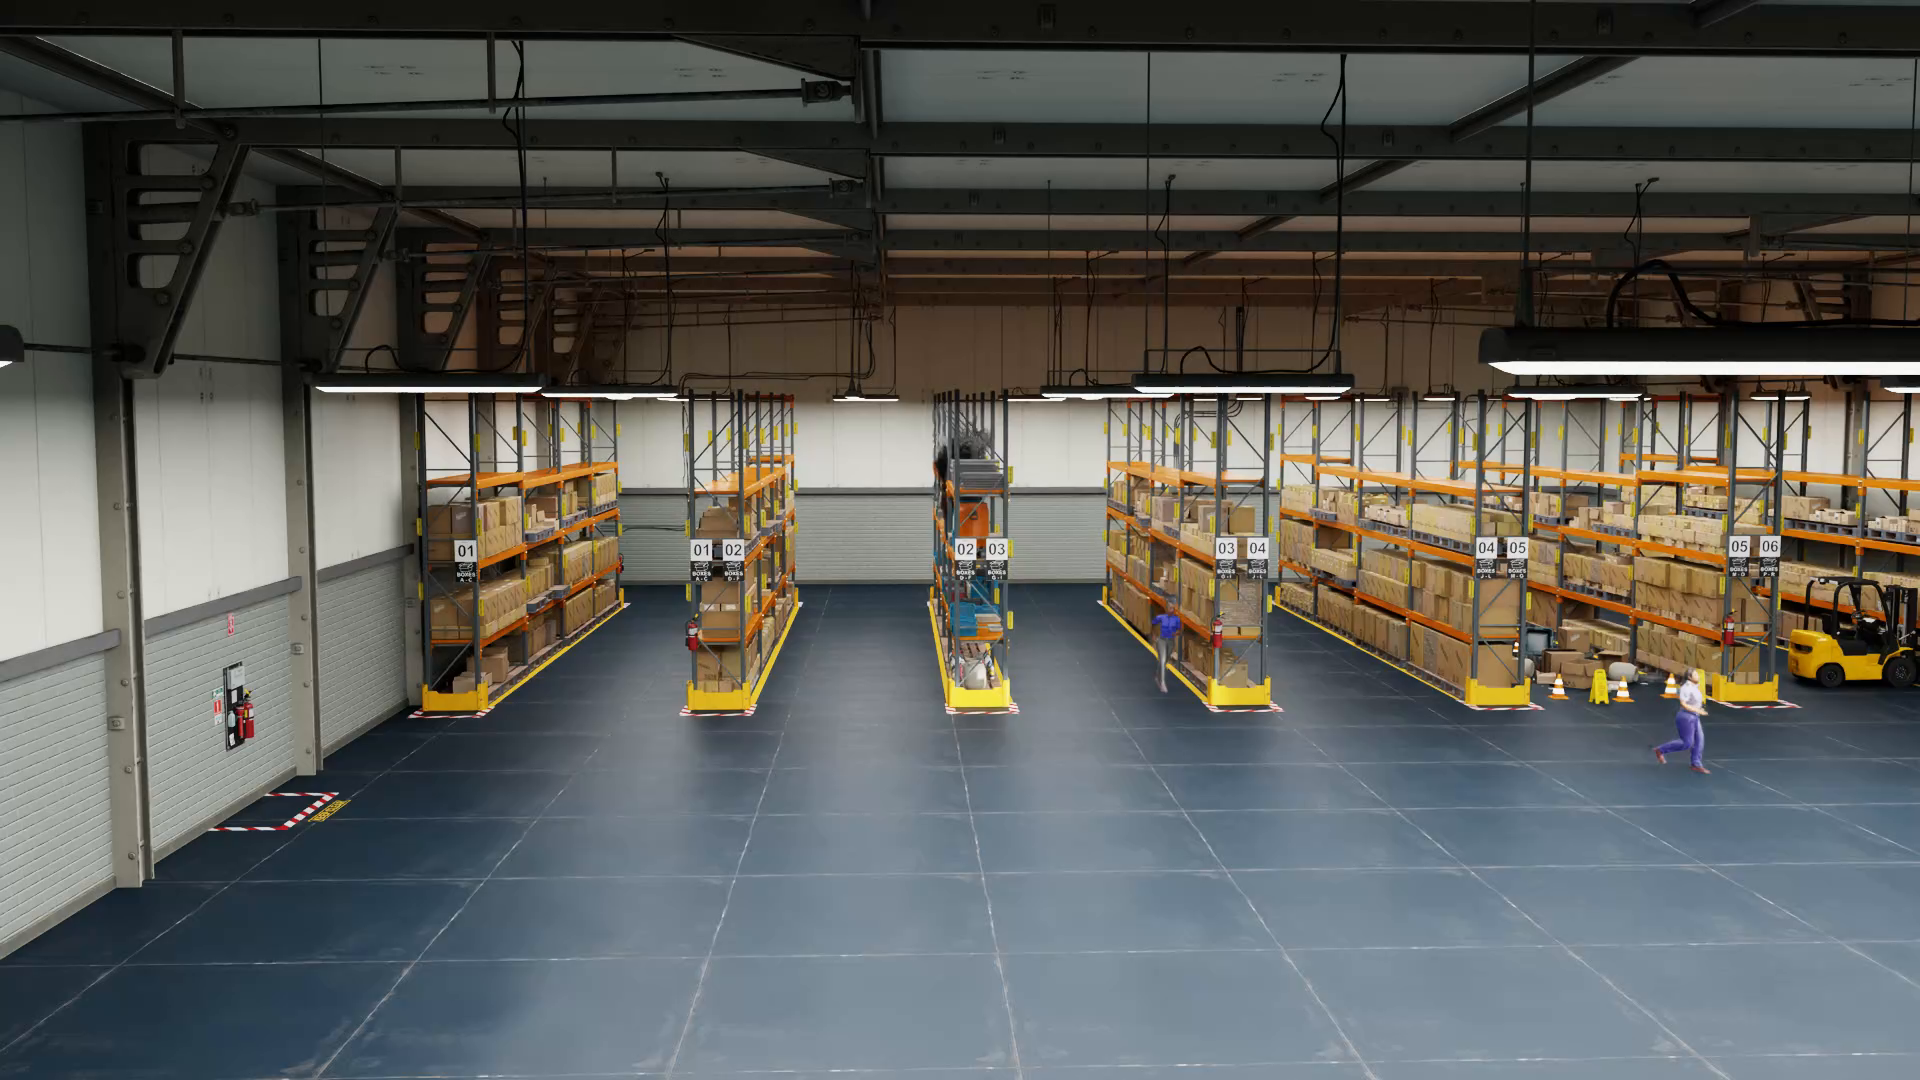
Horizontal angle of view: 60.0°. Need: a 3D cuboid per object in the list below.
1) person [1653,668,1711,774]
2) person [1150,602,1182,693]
[{"bbox_3d":[11.329,2.808,25.993,0.818,1.646,0.615,3,6,35],"label":"person"},{"bbox_3d":[4.003,2.045,32.165,0.592,1.689,0.823,-1,5,-12],"label":"person"}]
